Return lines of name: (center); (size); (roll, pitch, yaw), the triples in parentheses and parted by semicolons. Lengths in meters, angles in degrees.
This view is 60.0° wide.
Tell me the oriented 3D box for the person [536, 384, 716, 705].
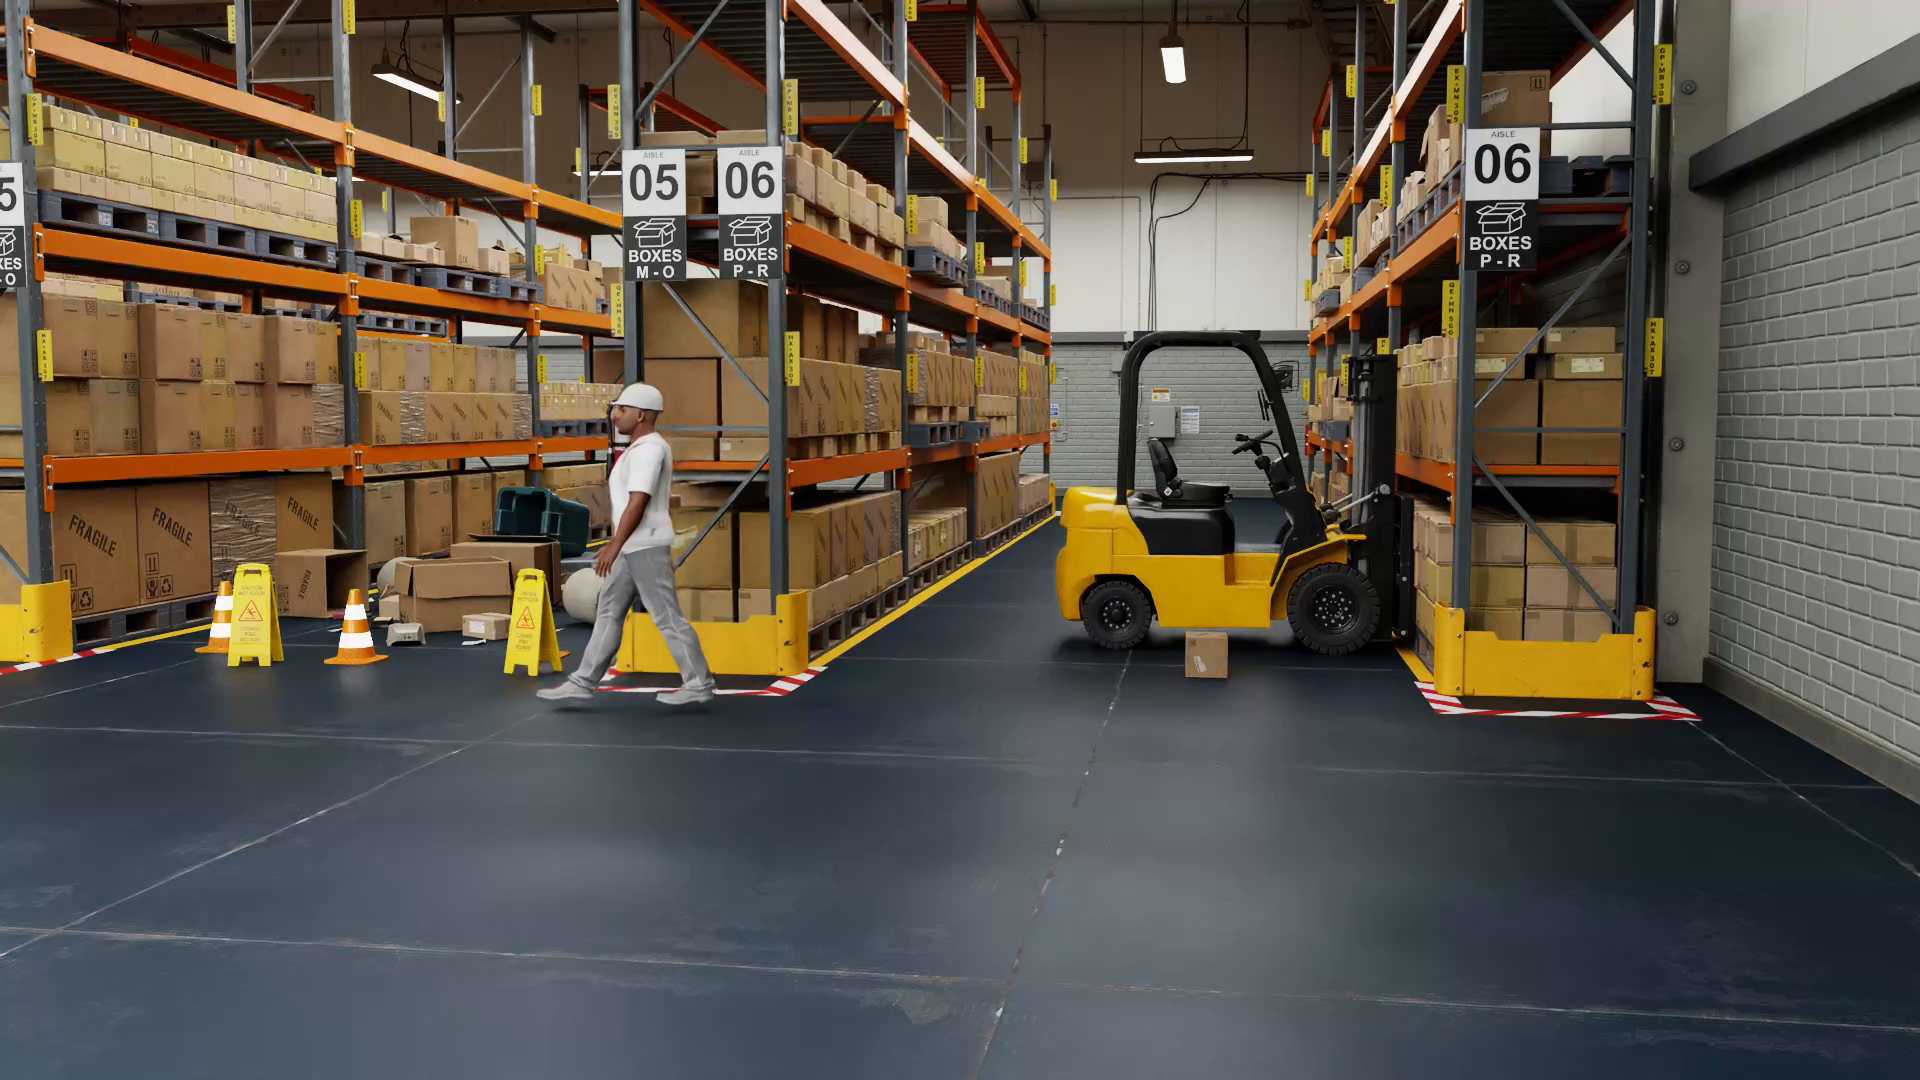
person: (-1.804, 0.026, 8.930); (0.953, 1.719, 0.595); (-1, 5, -13)
